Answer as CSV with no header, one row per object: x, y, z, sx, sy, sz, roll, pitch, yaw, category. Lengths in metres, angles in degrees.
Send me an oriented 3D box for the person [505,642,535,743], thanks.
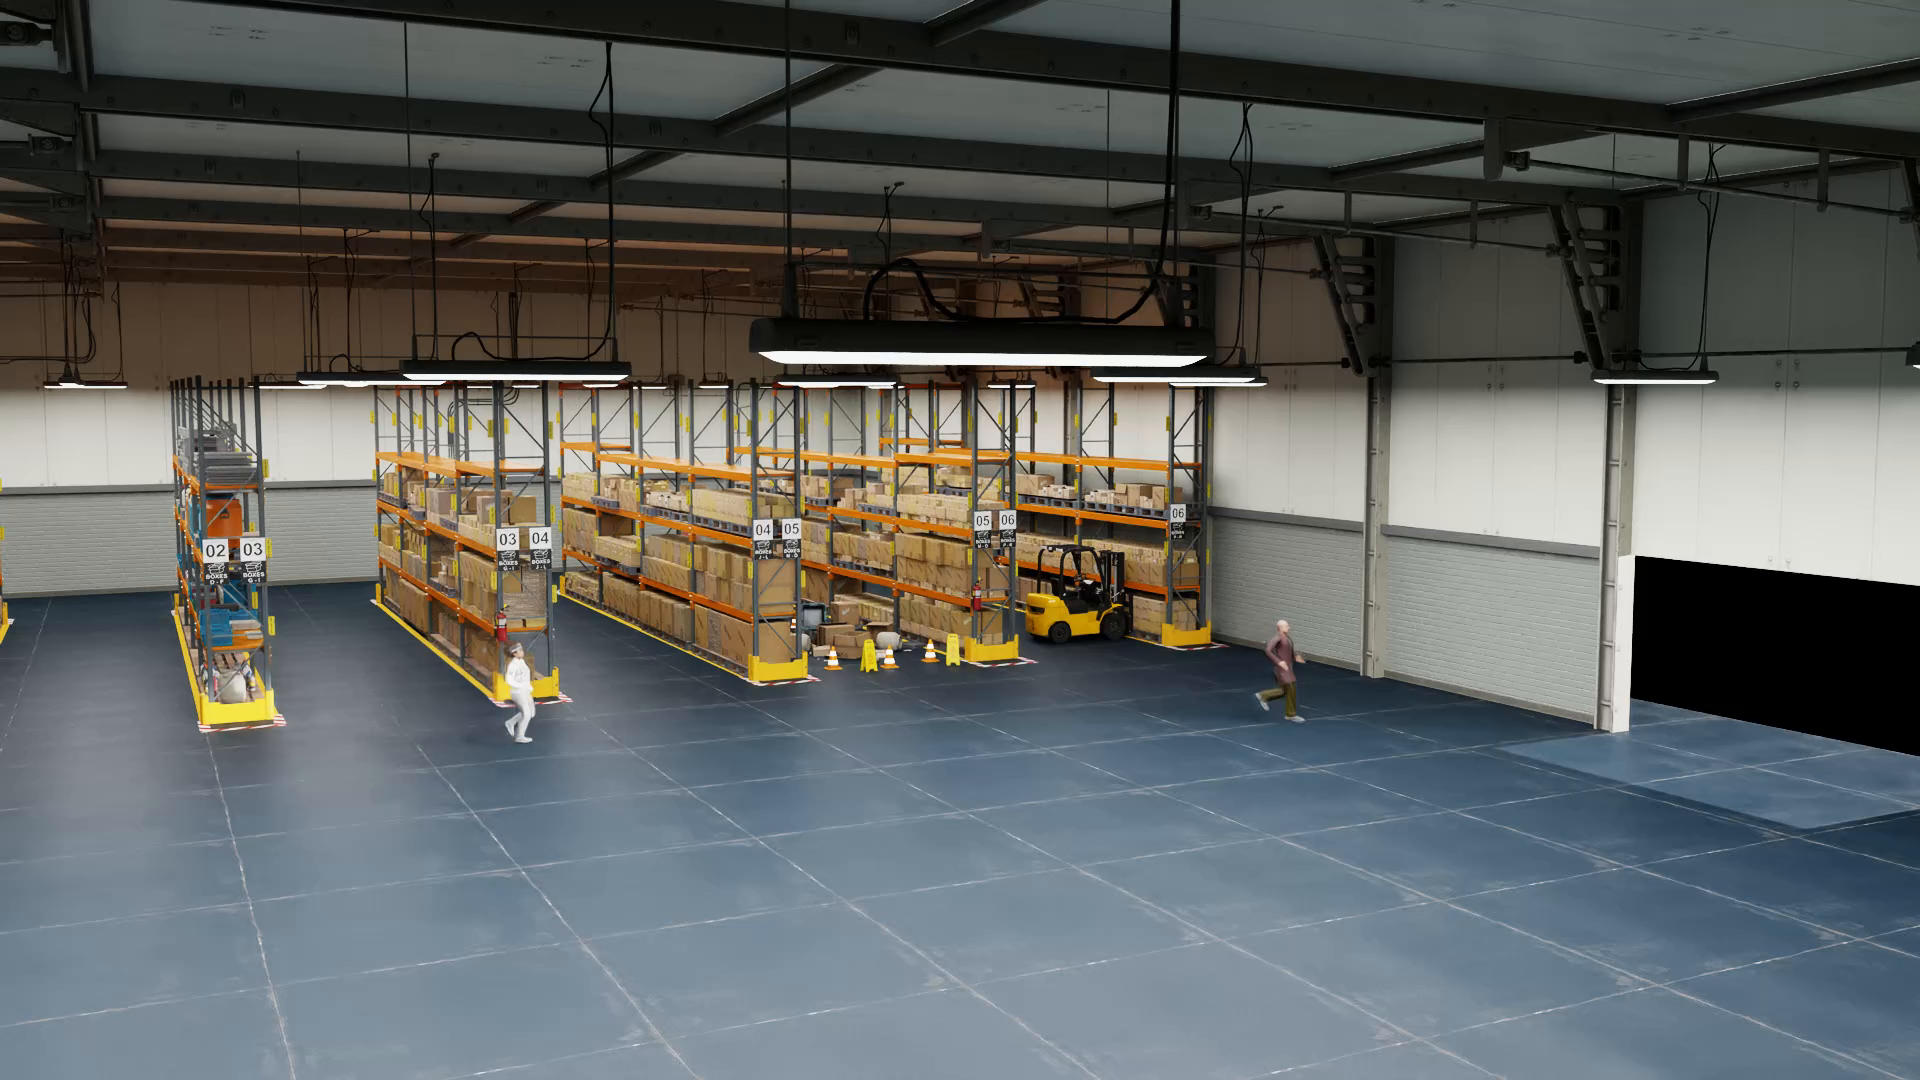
-7.200,2.485,27.159,0.573,1.648,0.612,1,5,6,person

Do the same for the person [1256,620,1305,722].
5.593,2.279,29.028,0.915,1.771,0.711,3,6,26,person

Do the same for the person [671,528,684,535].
-8.537,0.410,50.249,0.908,1.775,0.675,-2,5,-18,person
